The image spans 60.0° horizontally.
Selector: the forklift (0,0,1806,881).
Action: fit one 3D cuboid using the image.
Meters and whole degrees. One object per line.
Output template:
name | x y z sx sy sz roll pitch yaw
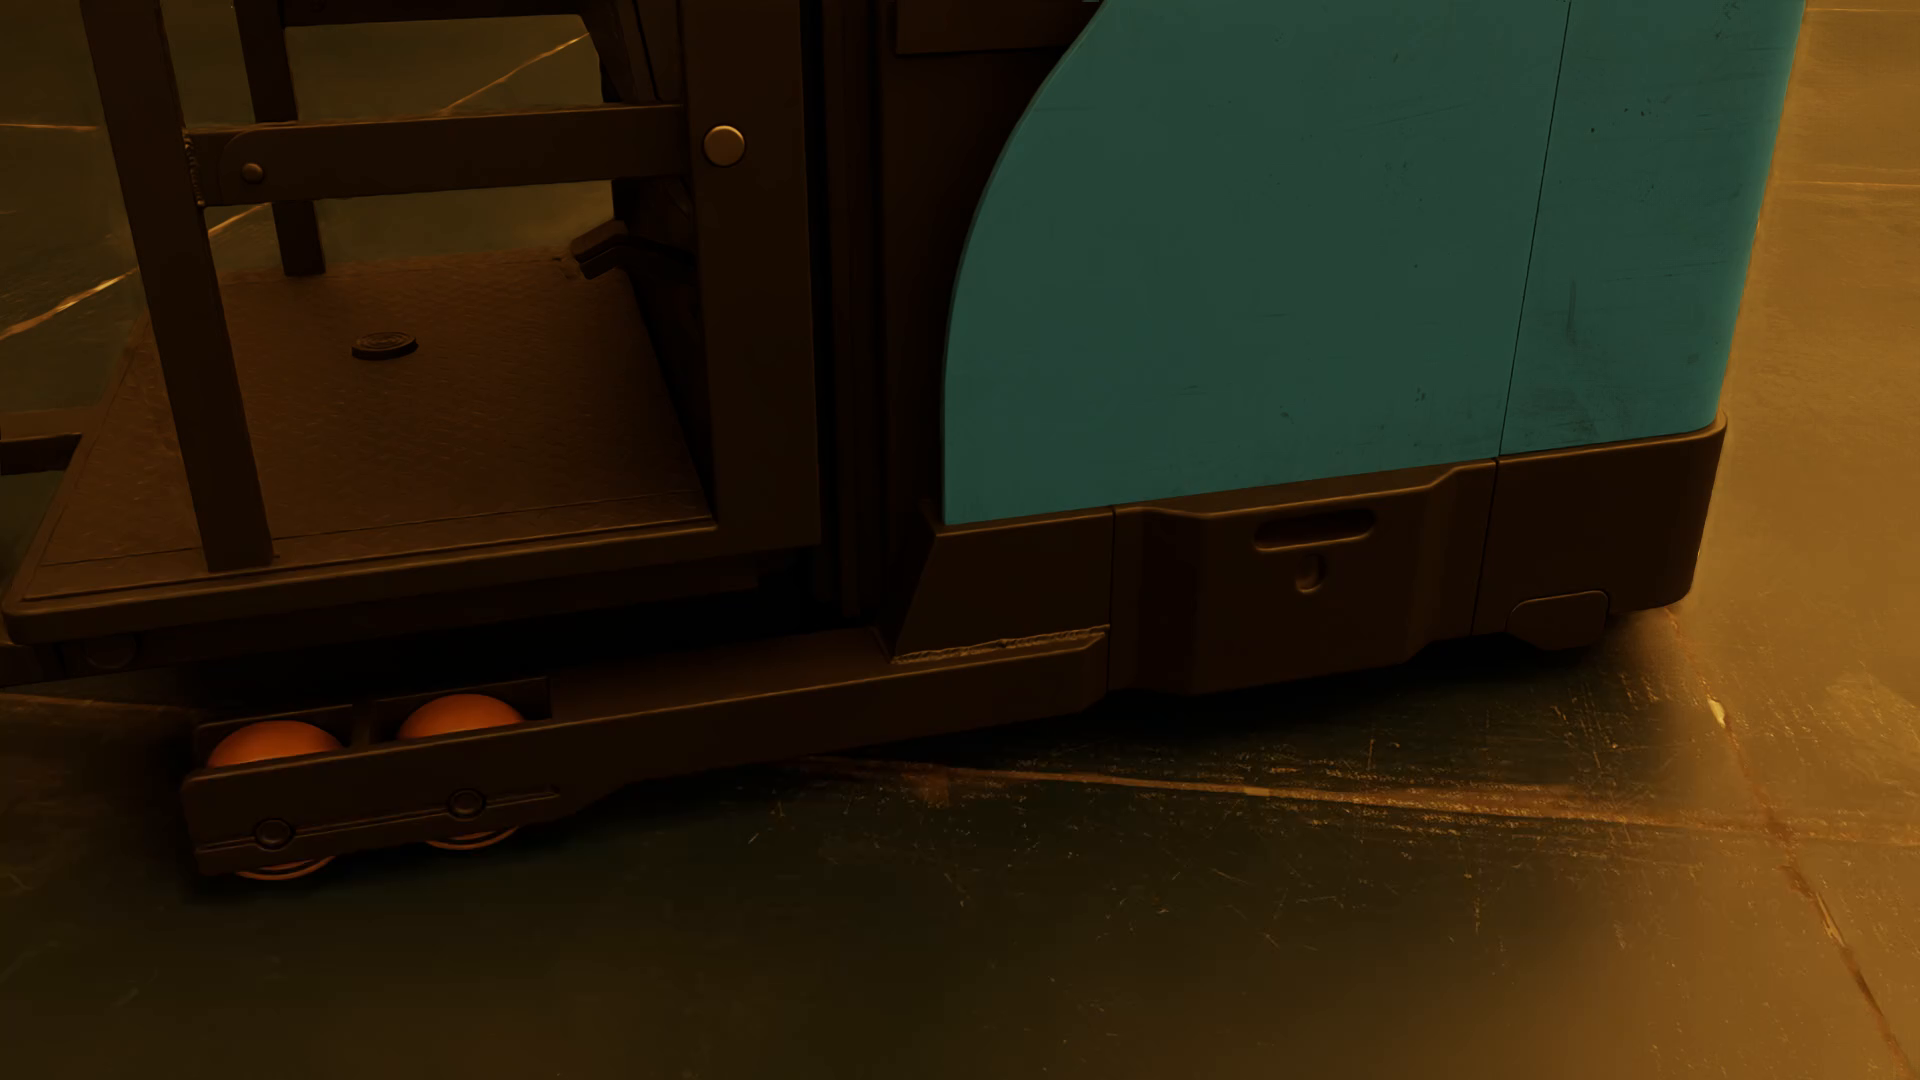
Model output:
forklift | -0.593 -1.212 1.645 3.031 2.935 1.130 -7 27 -14
